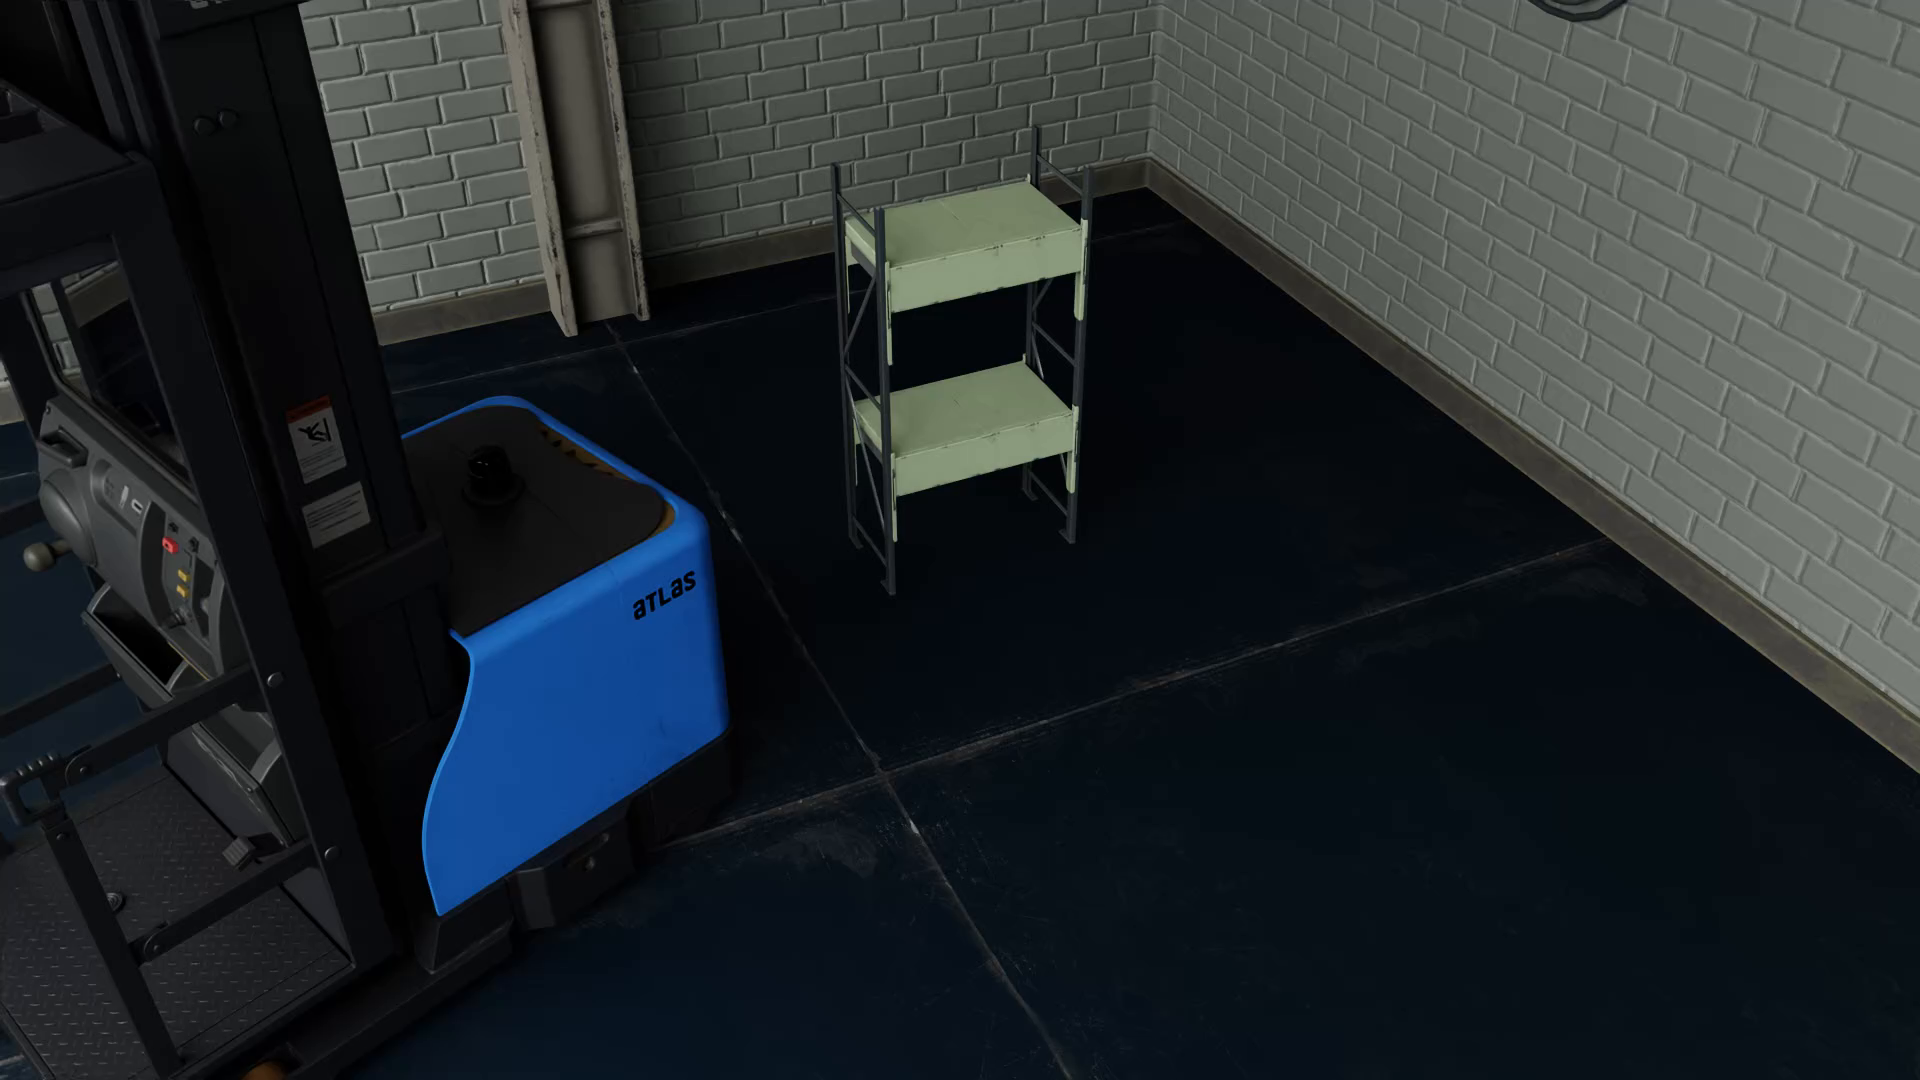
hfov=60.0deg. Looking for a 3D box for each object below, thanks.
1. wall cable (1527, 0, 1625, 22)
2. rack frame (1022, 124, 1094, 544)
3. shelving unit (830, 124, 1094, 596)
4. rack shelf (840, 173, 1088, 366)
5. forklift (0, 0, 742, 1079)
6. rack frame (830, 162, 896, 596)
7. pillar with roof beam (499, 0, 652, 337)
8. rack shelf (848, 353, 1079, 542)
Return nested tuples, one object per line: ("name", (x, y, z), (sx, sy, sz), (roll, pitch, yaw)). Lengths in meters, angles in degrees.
("wall cable", (1.572, -3.446, 5.948), (0.112, 2.526, 3.097), (-16, 39, -20))
("rack frame", (0.337, -0.697, 5.930), (0.023, 1.500, 0.400), (-16, 39, -20))
("shelving unit", (0.006, -0.604, 5.805), (0.755, 1.500, 0.431), (-16, 39, -20))
("rack shelf", (0.006, -0.918, 5.573), (0.720, 0.370, 0.431), (-16, 39, -20))
("forklift", (-2.055, 0.054, 3.717), (1.130, 2.935, 3.031), (30, 46, 34))
("rack frame", (-0.325, -0.511, 5.681), (0.023, 1.500, 0.400), (-16, 39, -20))
("pillar with roof beam", (0.173, -2.339, 1.849), (0.400, 9.000, 9.100), (-16, 39, -20))
("rack shelf", (0.006, -0.342, 6.000), (0.720, 0.370, 0.431), (-16, 39, -20))
